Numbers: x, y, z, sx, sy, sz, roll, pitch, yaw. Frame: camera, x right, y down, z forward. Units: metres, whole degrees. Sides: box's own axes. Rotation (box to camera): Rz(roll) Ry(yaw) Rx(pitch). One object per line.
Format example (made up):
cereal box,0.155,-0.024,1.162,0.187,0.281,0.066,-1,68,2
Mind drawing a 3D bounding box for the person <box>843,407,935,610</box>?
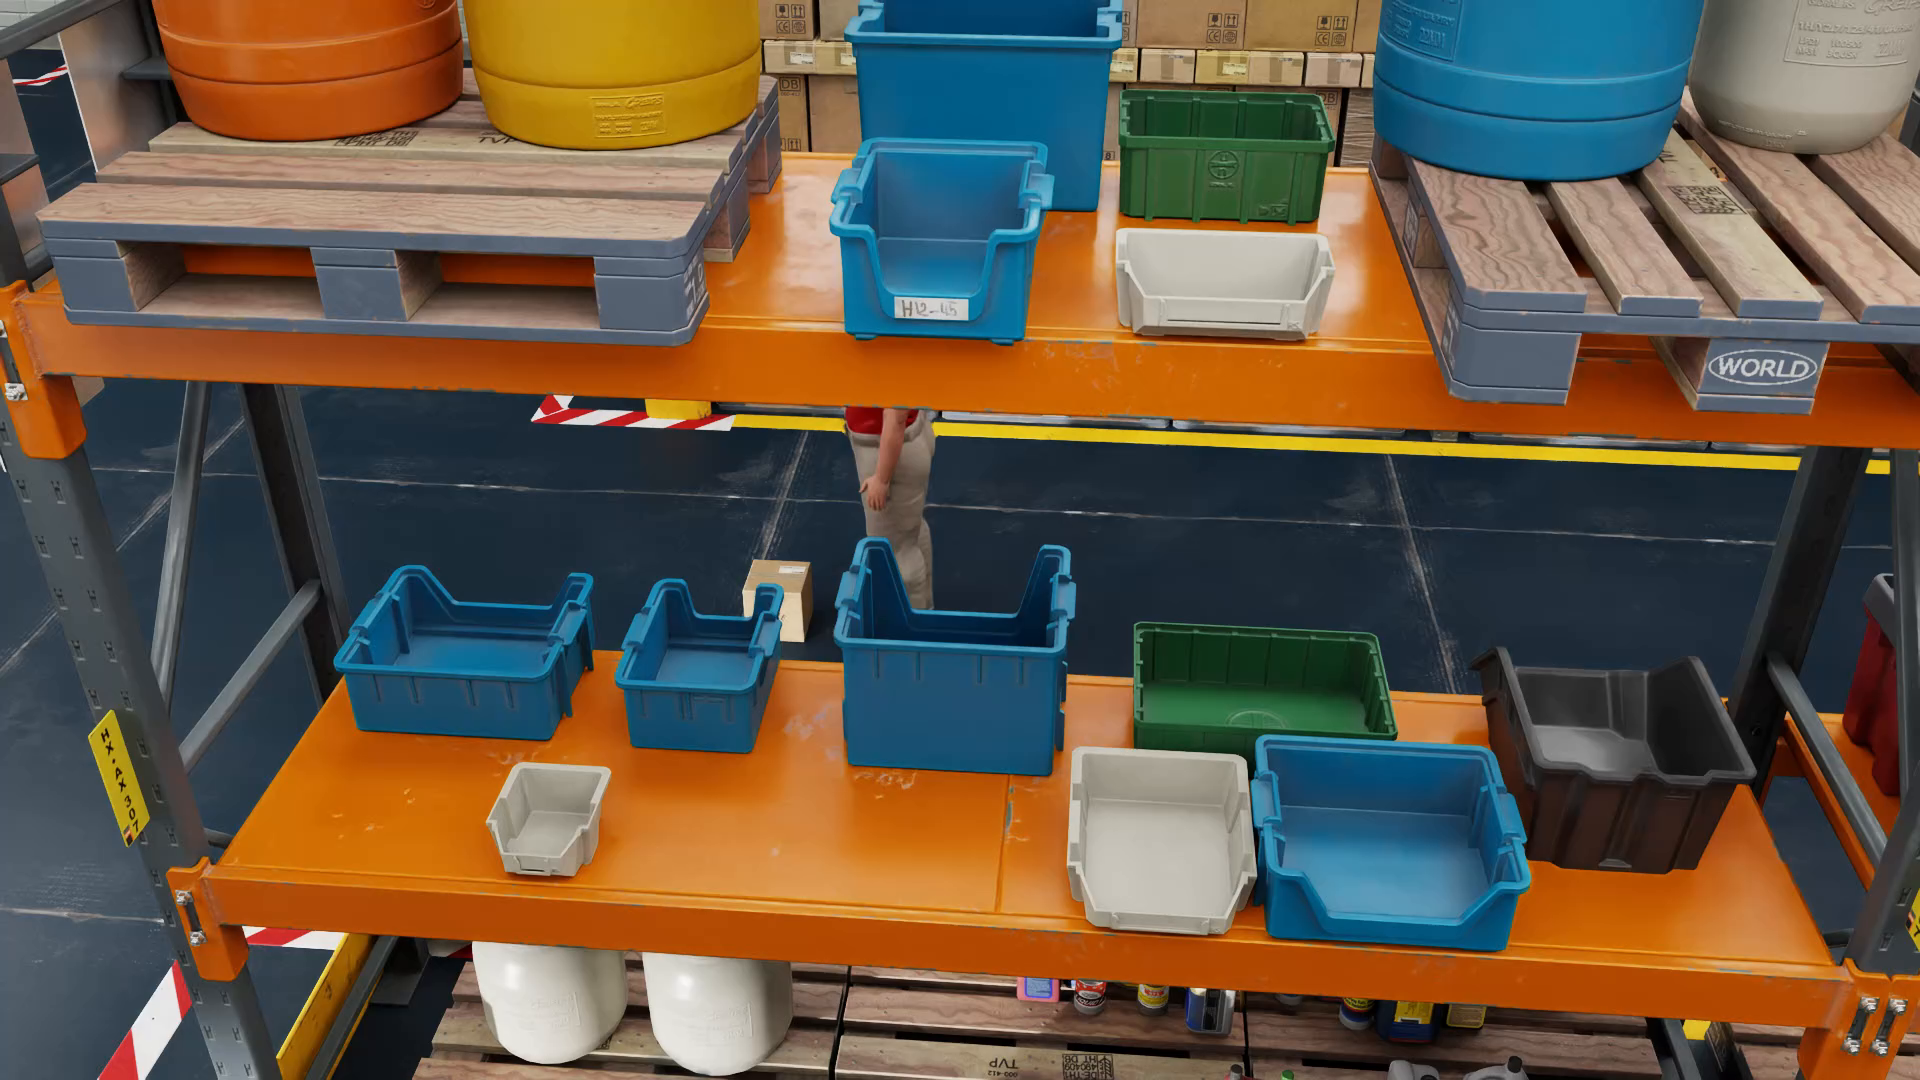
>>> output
person,-0.288,-0.346,6.700,0.359,1.725,0.527,3,32,4
